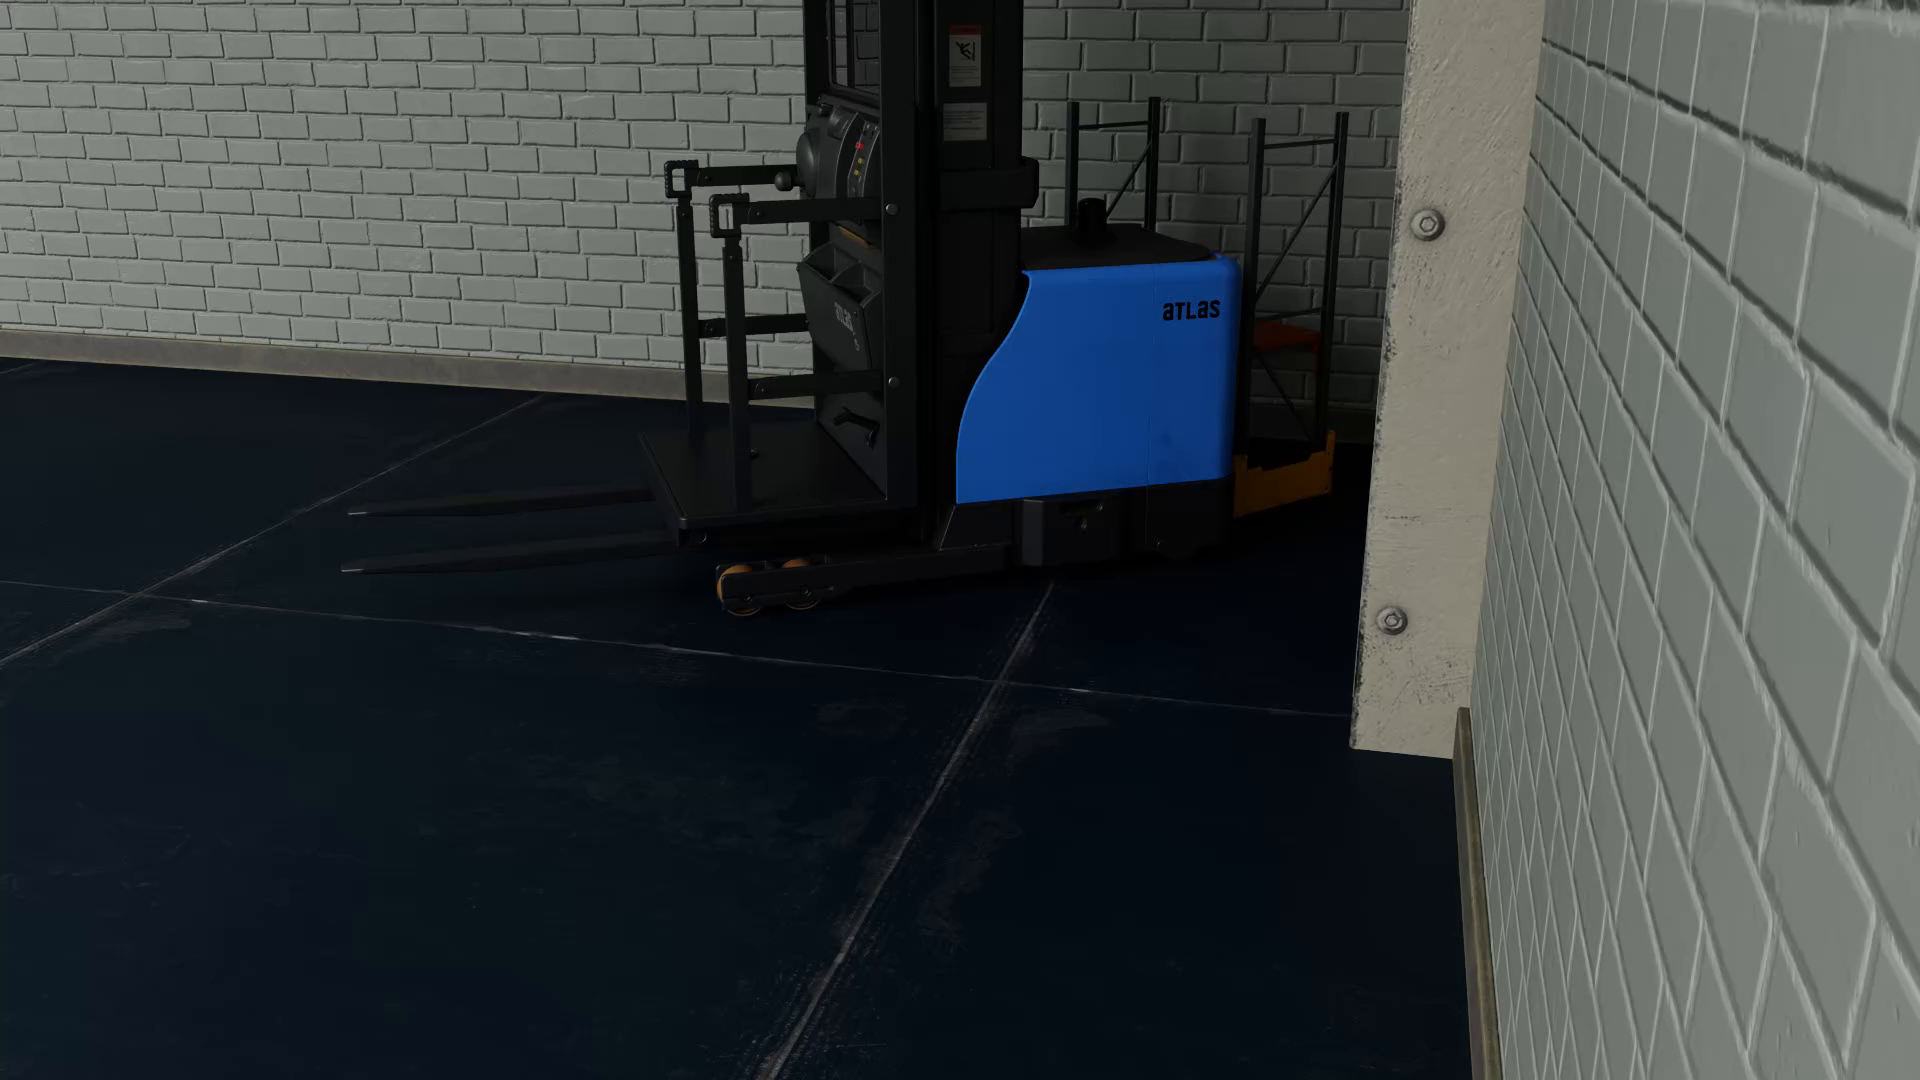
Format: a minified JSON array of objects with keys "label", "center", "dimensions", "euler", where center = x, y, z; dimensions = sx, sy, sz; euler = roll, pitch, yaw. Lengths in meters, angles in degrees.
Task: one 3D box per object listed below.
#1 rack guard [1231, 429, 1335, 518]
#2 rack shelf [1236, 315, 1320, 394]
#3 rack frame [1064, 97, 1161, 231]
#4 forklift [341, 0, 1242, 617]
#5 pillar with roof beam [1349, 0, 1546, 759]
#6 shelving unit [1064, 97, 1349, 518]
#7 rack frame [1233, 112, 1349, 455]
[{"label":"rack guard","center":[1.261,-0.269,6.588],"dimensions":[0.587,0.250,0.087],"euler":[-14,23,-35]},{"label":"rack shelf","center":[0.952,-0.820,6.824],"dimensions":[0.538,0.185,1.000],"euler":[-14,23,-35]},{"label":"rack frame","center":[0.642,-1.121,7.148],"dimensions":[0.500,1.500,0.032],"euler":[-14,23,-35]},{"label":"forklift","center":[-0.594,-1.327,5.538],"dimensions":[3.031,2.935,1.130],"euler":[-6,20,-16]},{"label":"pillar with roof beam","center":[-2.916,-4.082,4.217],"dimensions":[9.100,9.000,0.400],"euler":[5,19,13]},{"label":"shelving unit","center":[0.957,-0.988,6.760],"dimensions":[0.587,1.500,1.083],"euler":[-14,23,-35]},{"label":"rack frame","center":[1.261,-0.860,6.385],"dimensions":[0.500,1.500,0.032],"euler":[-14,23,-35]}]
